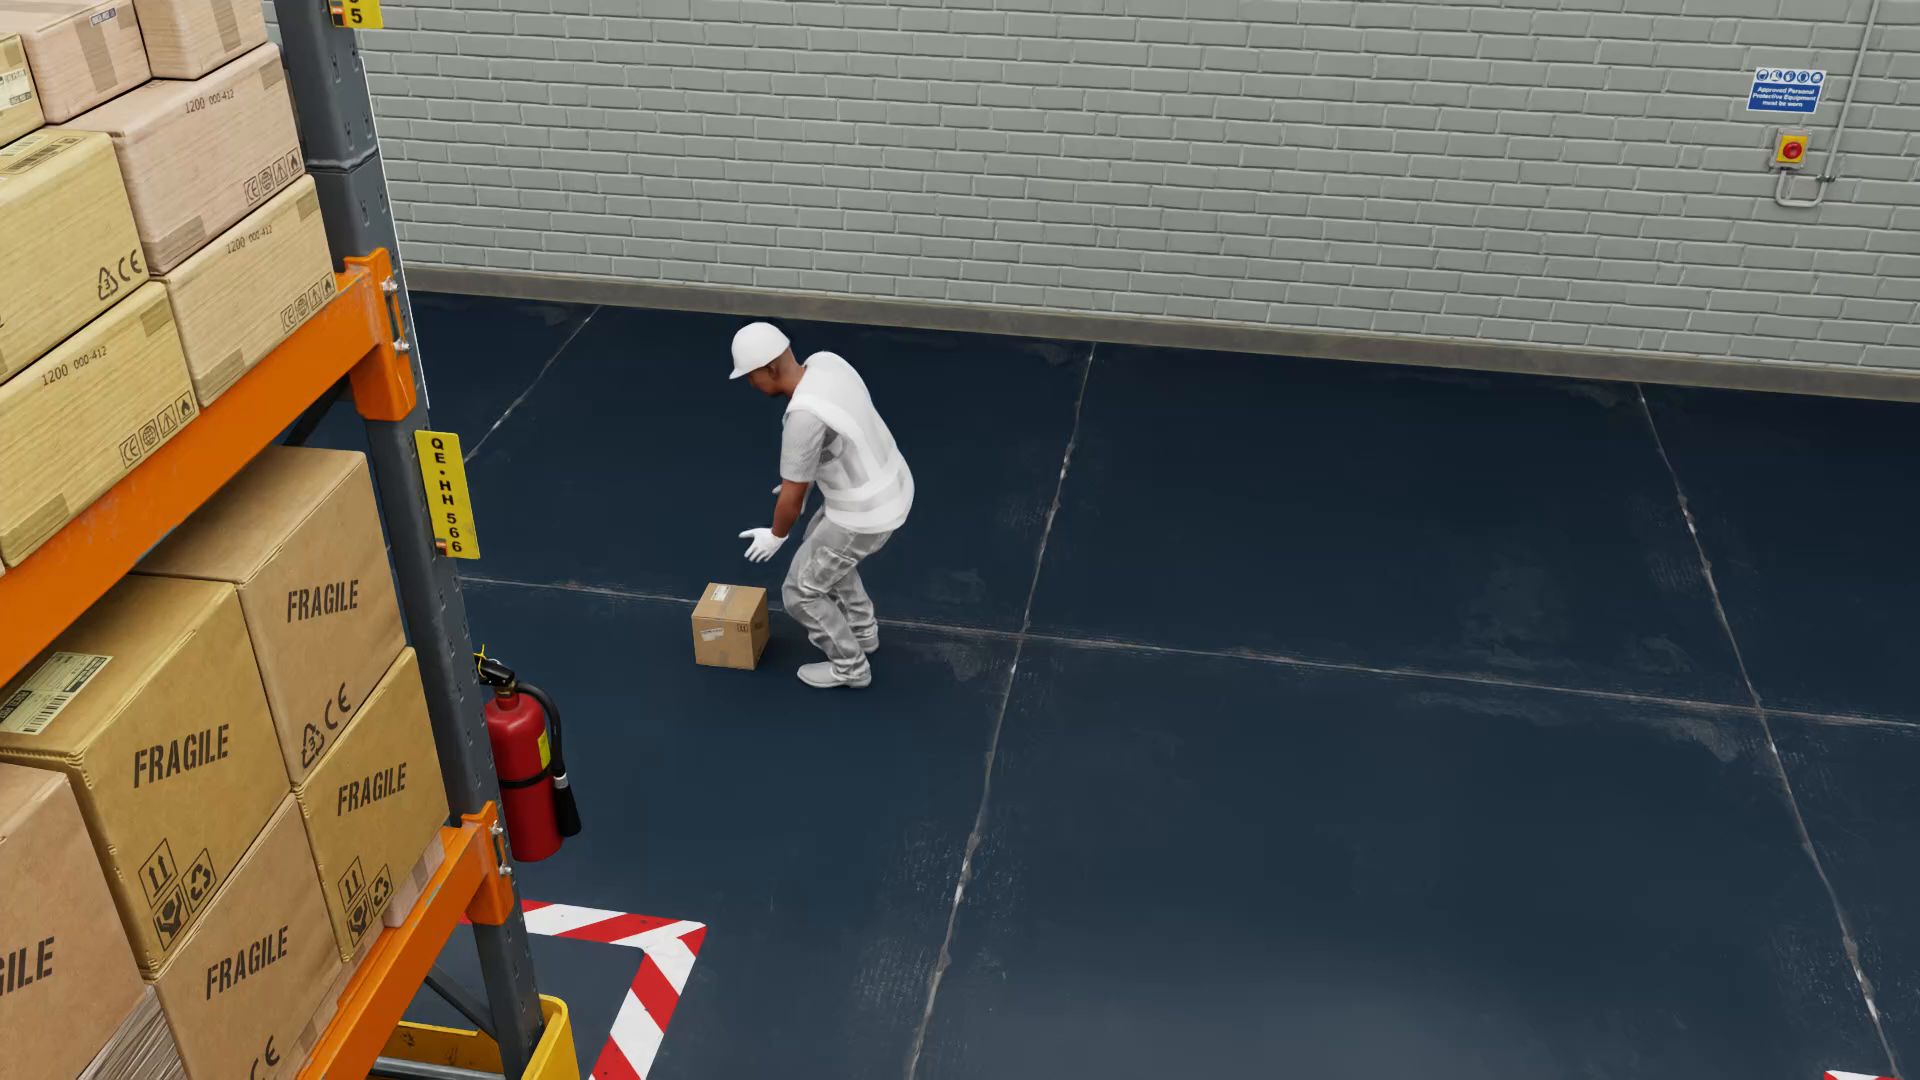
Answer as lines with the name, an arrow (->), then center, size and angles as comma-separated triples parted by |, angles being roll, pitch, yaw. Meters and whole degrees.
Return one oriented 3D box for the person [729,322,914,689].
person -> -0.530, -0.124, 6.535 | 0.674, 1.552, 0.606 | 5, 33, 9
